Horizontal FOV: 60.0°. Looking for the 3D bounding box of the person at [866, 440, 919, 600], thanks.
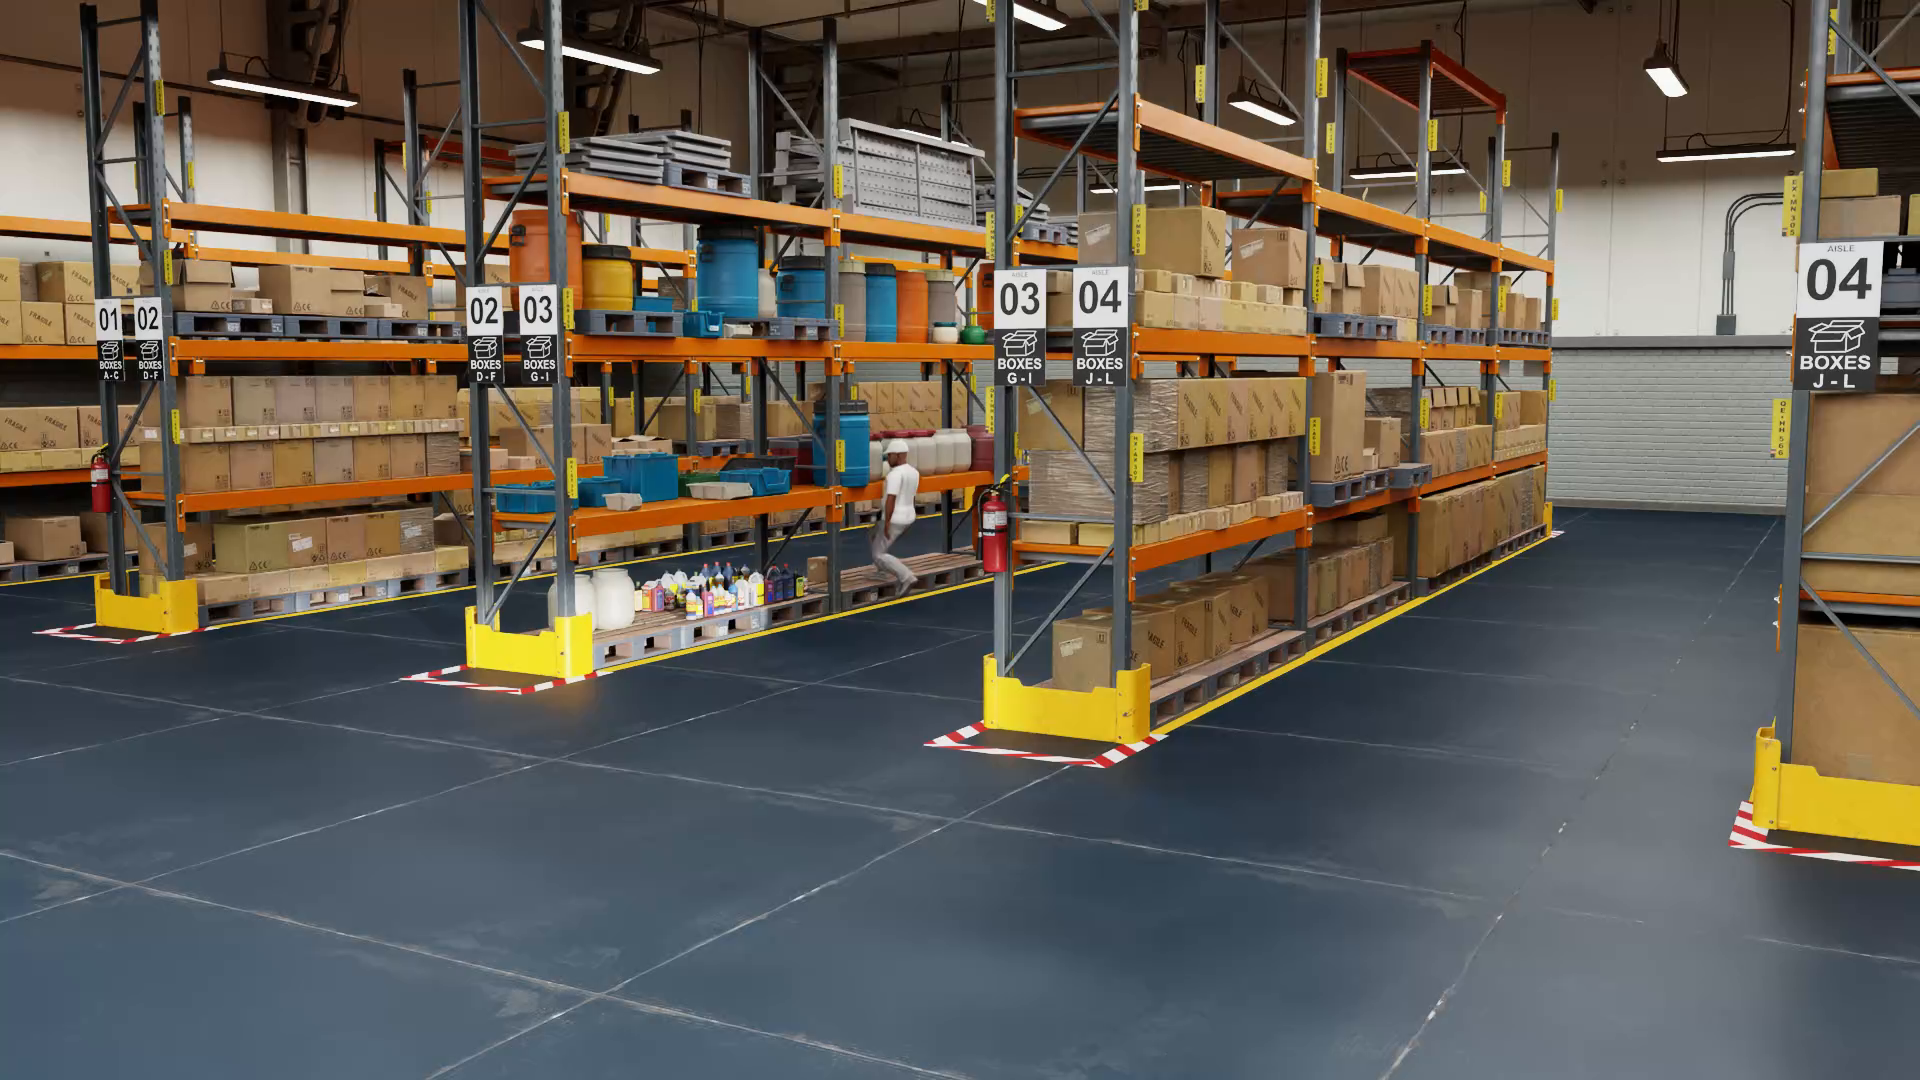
[{"bbox_3d":[-0.740,-0.228,18.027,0.734,1.706,0.617,3,6,25],"label":"person"}]
